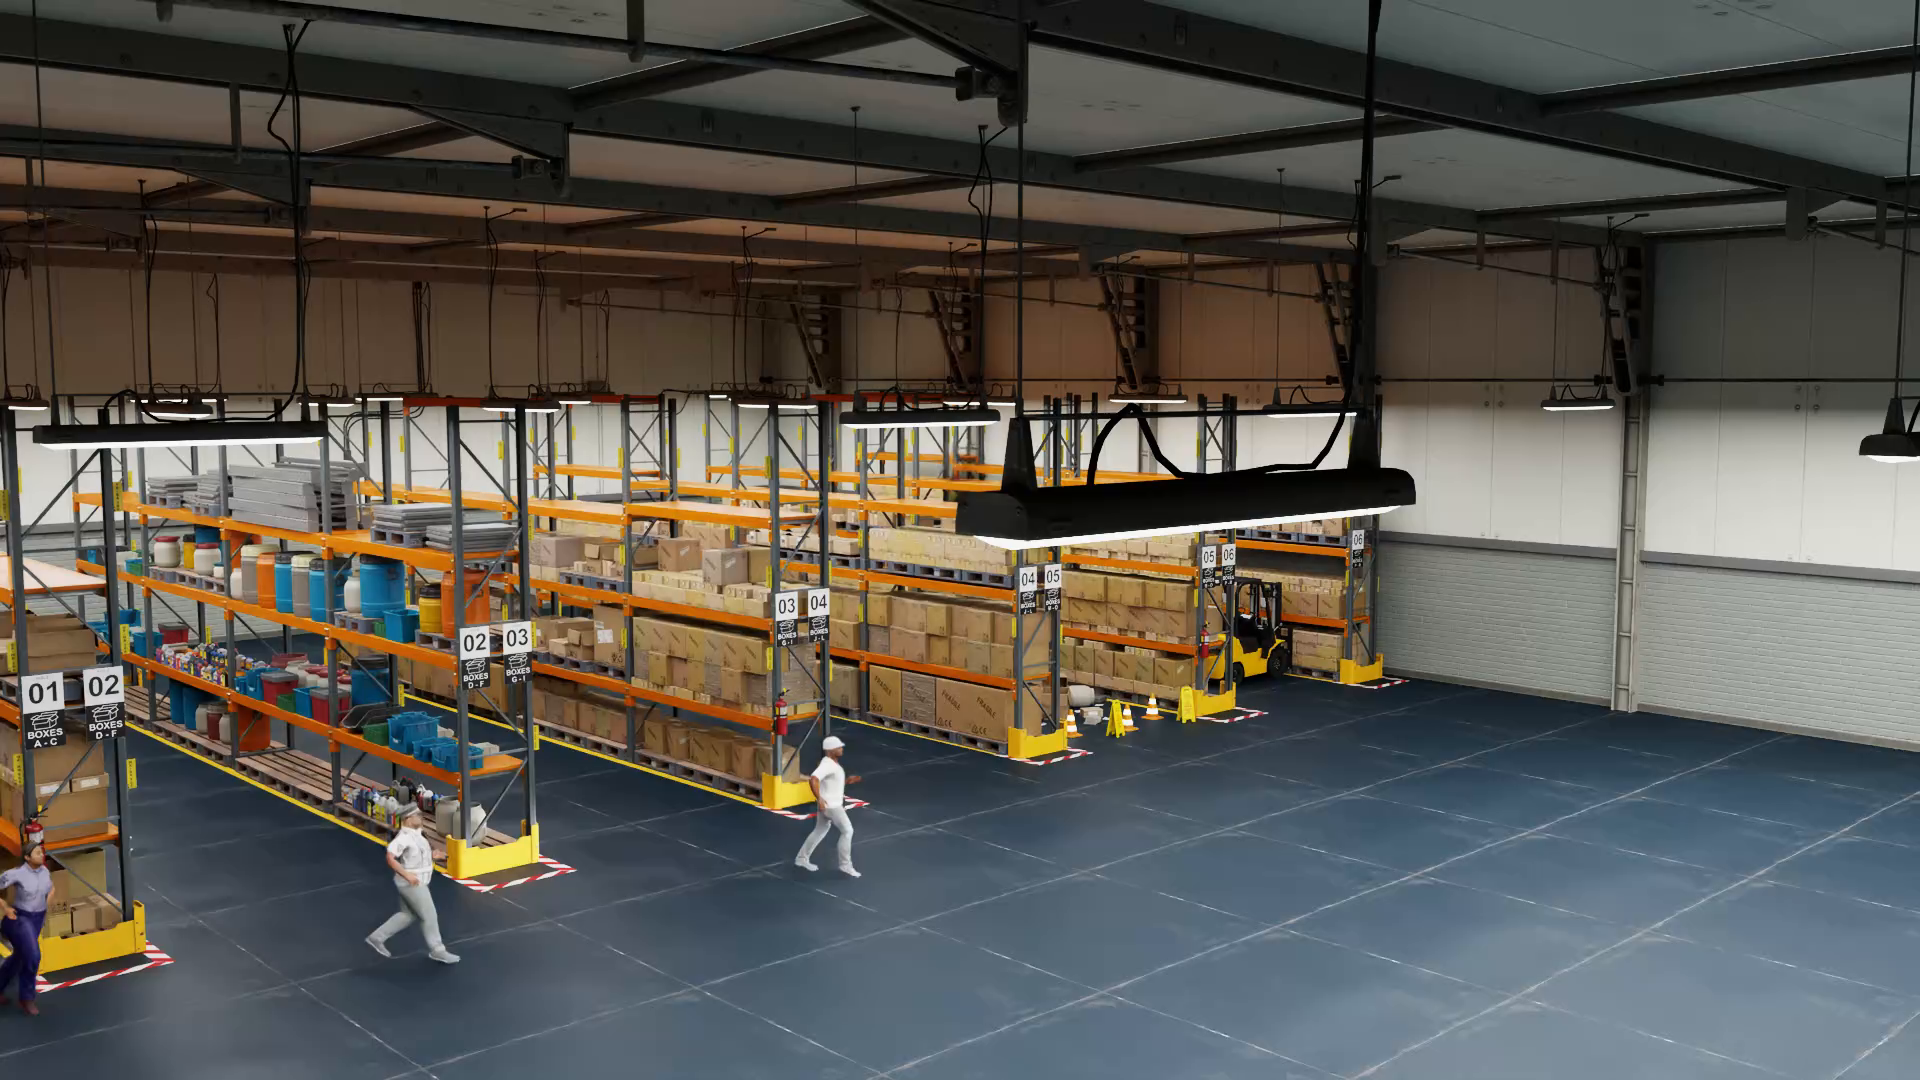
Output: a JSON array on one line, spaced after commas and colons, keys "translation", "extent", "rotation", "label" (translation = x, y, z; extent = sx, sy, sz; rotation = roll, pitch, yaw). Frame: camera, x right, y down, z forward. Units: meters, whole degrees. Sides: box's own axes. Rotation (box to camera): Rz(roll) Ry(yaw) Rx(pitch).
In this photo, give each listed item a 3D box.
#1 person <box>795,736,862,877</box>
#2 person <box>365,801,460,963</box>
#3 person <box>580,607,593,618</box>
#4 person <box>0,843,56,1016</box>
[{"translation": [-1.667, 3.400, 21.146], "extent": [0.875, 1.820, 0.676], "rotation": [-1, 6, -12], "label": "person"}, {"translation": [-5.928, 3.710, 17.964], "extent": [0.962, 1.797, 0.662], "rotation": [-2, 6, -18], "label": "person"}, {"translation": [-9.312, 1.406, 41.840], "extent": [1.048, 1.795, 0.719], "rotation": [-5, 8, -44], "label": "person"}, {"translation": [-9.509, 3.913, 16.856], "extent": [0.668, 1.693, 0.650], "rotation": [1, 6, 7], "label": "person"}]
